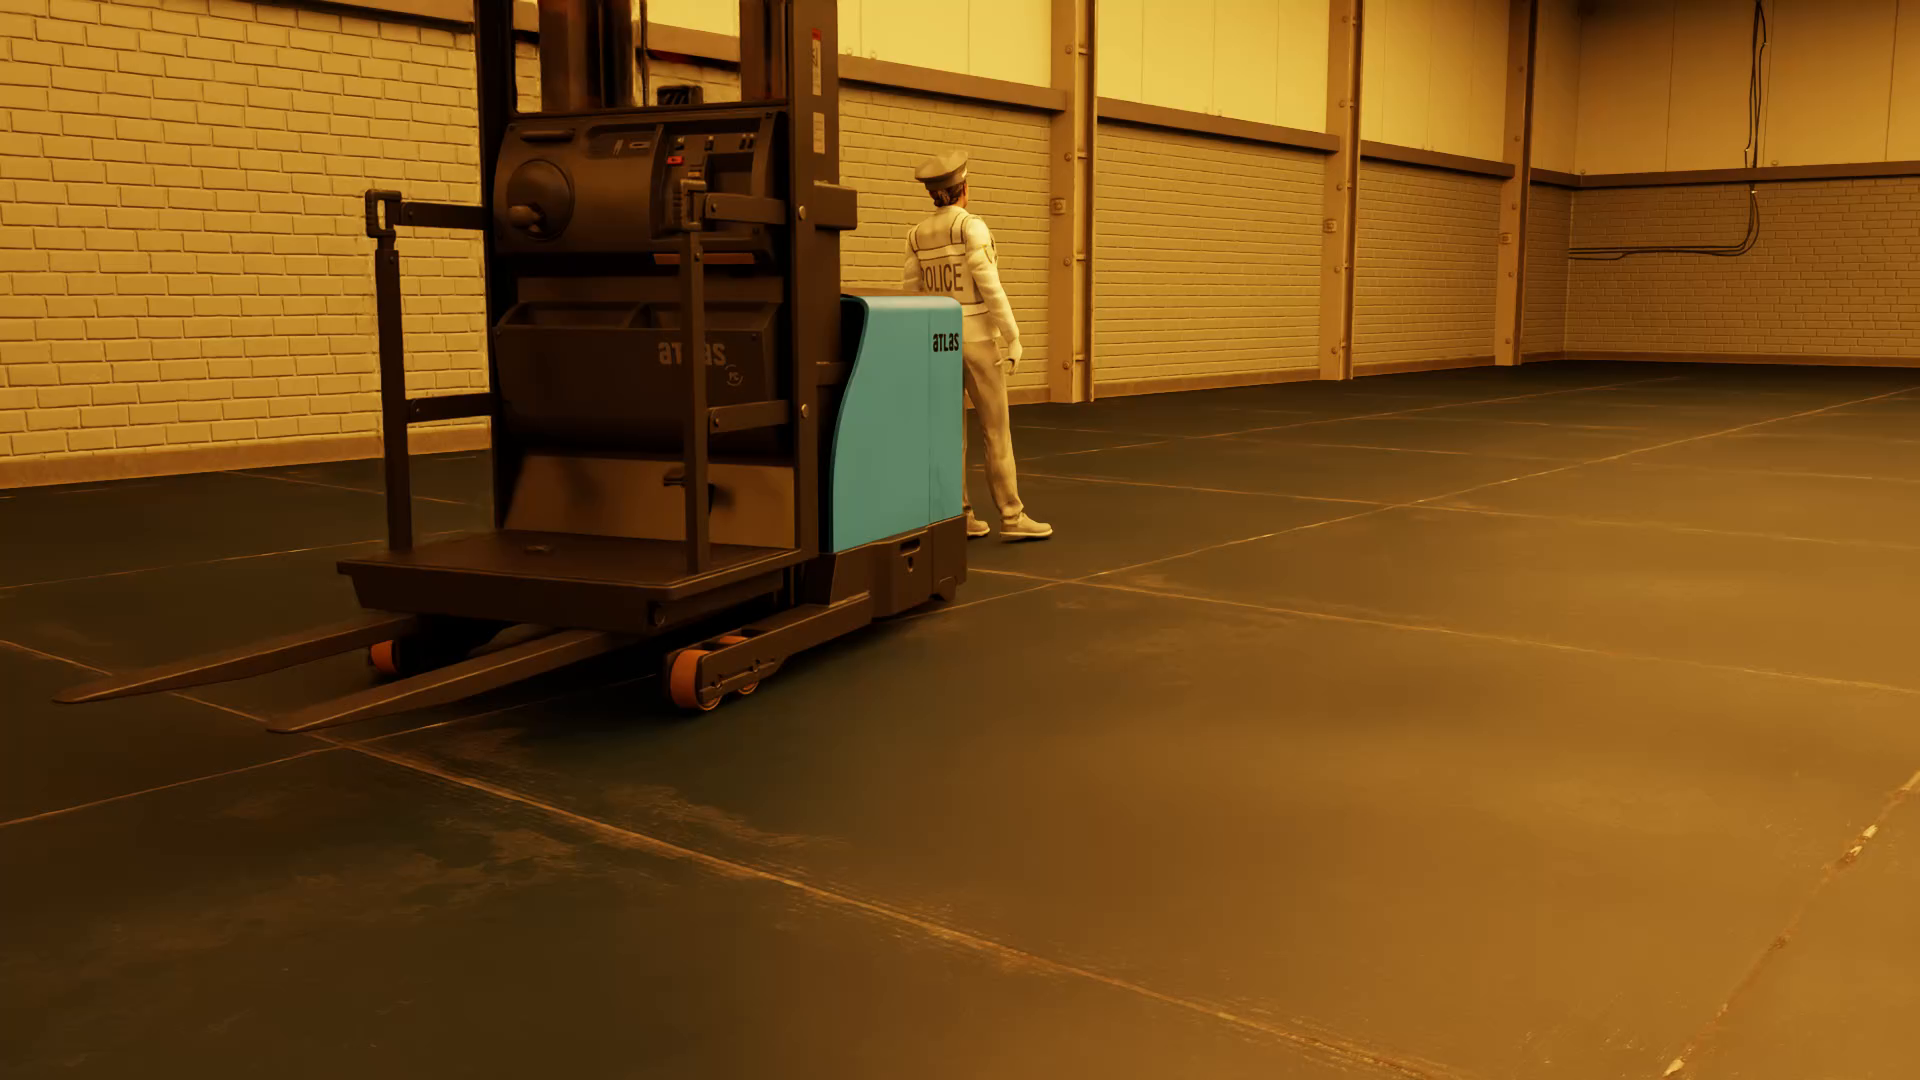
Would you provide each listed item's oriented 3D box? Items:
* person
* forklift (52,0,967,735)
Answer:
[{"bbox_3d":[0.047,-0.853,7.329,0.588,1.696,0.533,7,11,38],"label":"person"},{"bbox_3d":[-1.029,-1.072,4.606,1.130,2.935,3.031,4,9,23],"label":"forklift"}]
